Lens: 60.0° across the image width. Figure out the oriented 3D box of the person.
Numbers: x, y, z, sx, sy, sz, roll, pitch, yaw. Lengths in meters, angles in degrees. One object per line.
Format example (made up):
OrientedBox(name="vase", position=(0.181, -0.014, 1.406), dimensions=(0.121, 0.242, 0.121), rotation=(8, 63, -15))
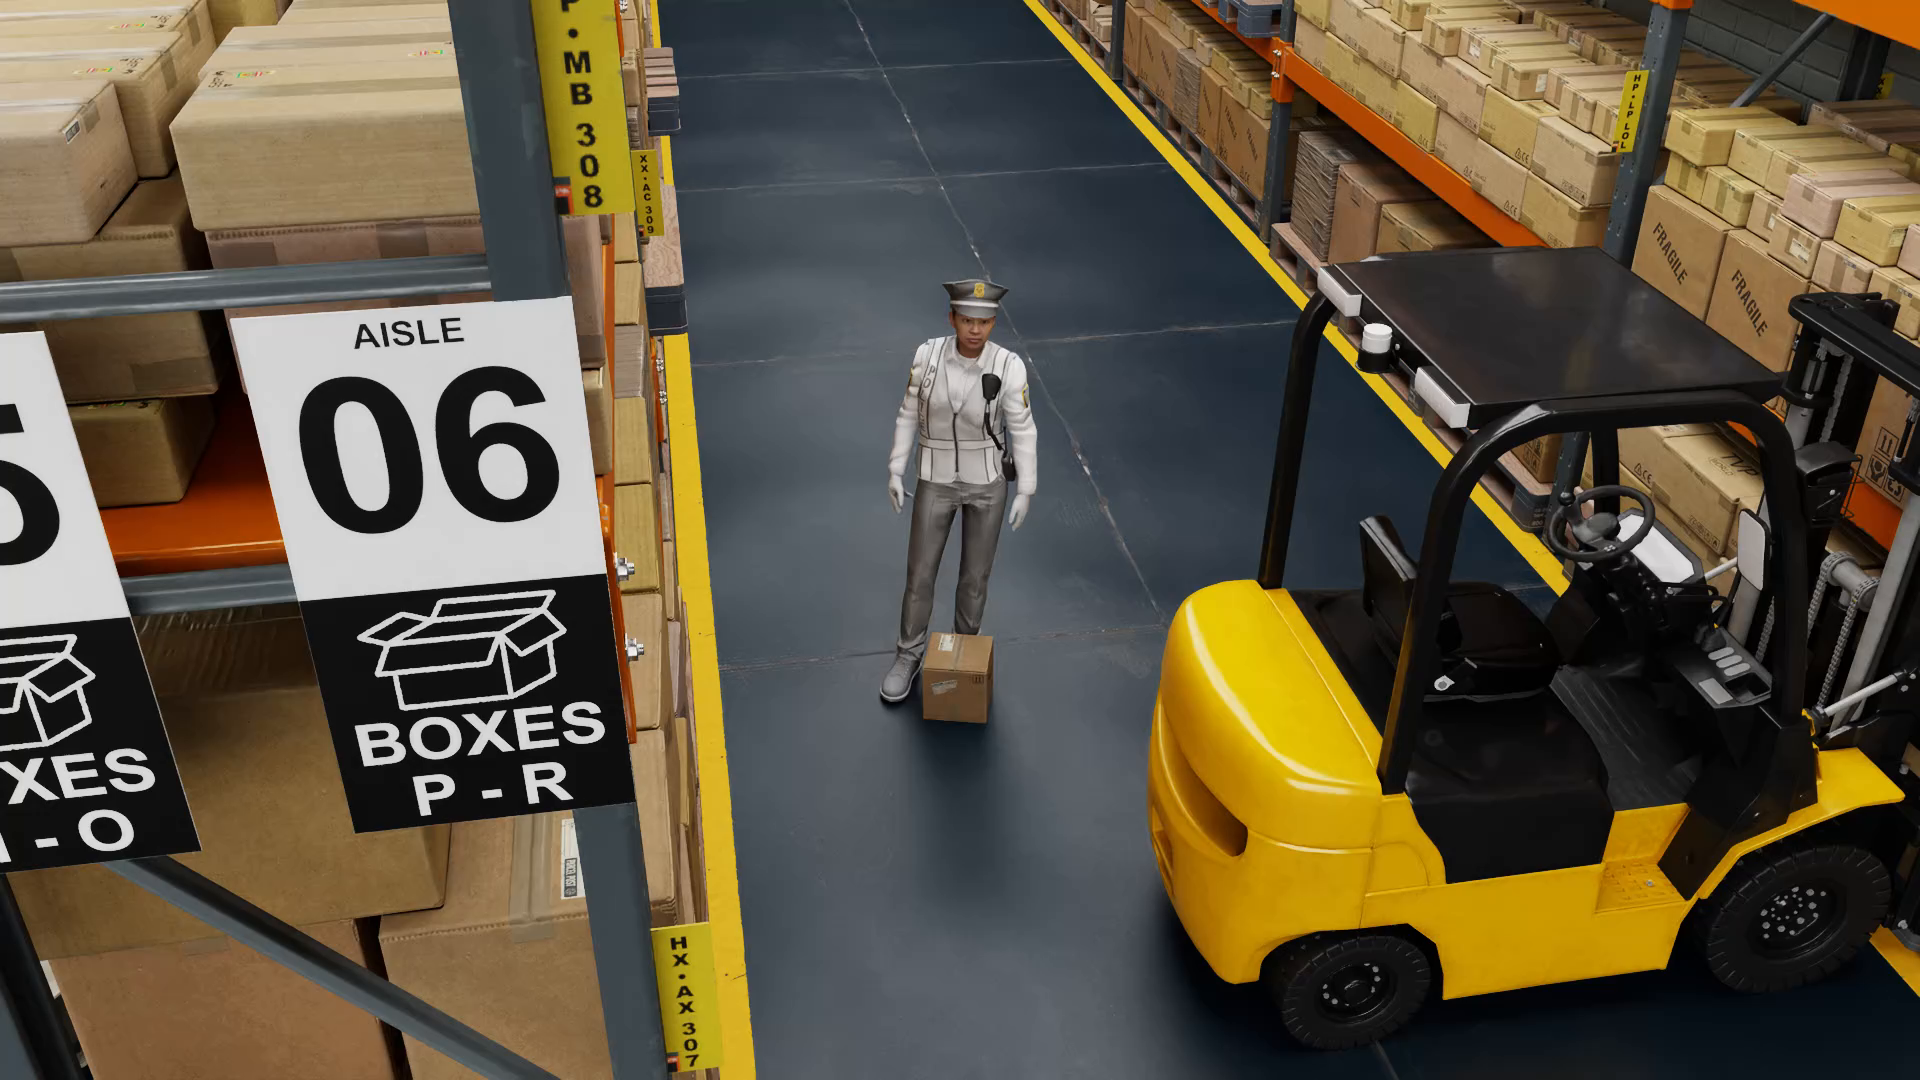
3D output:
OrientedBox(name="person", position=(-0.003, -0.187, 6.395), dimensions=(0.587, 1.694, 0.529), rotation=(5, 31, 7))
